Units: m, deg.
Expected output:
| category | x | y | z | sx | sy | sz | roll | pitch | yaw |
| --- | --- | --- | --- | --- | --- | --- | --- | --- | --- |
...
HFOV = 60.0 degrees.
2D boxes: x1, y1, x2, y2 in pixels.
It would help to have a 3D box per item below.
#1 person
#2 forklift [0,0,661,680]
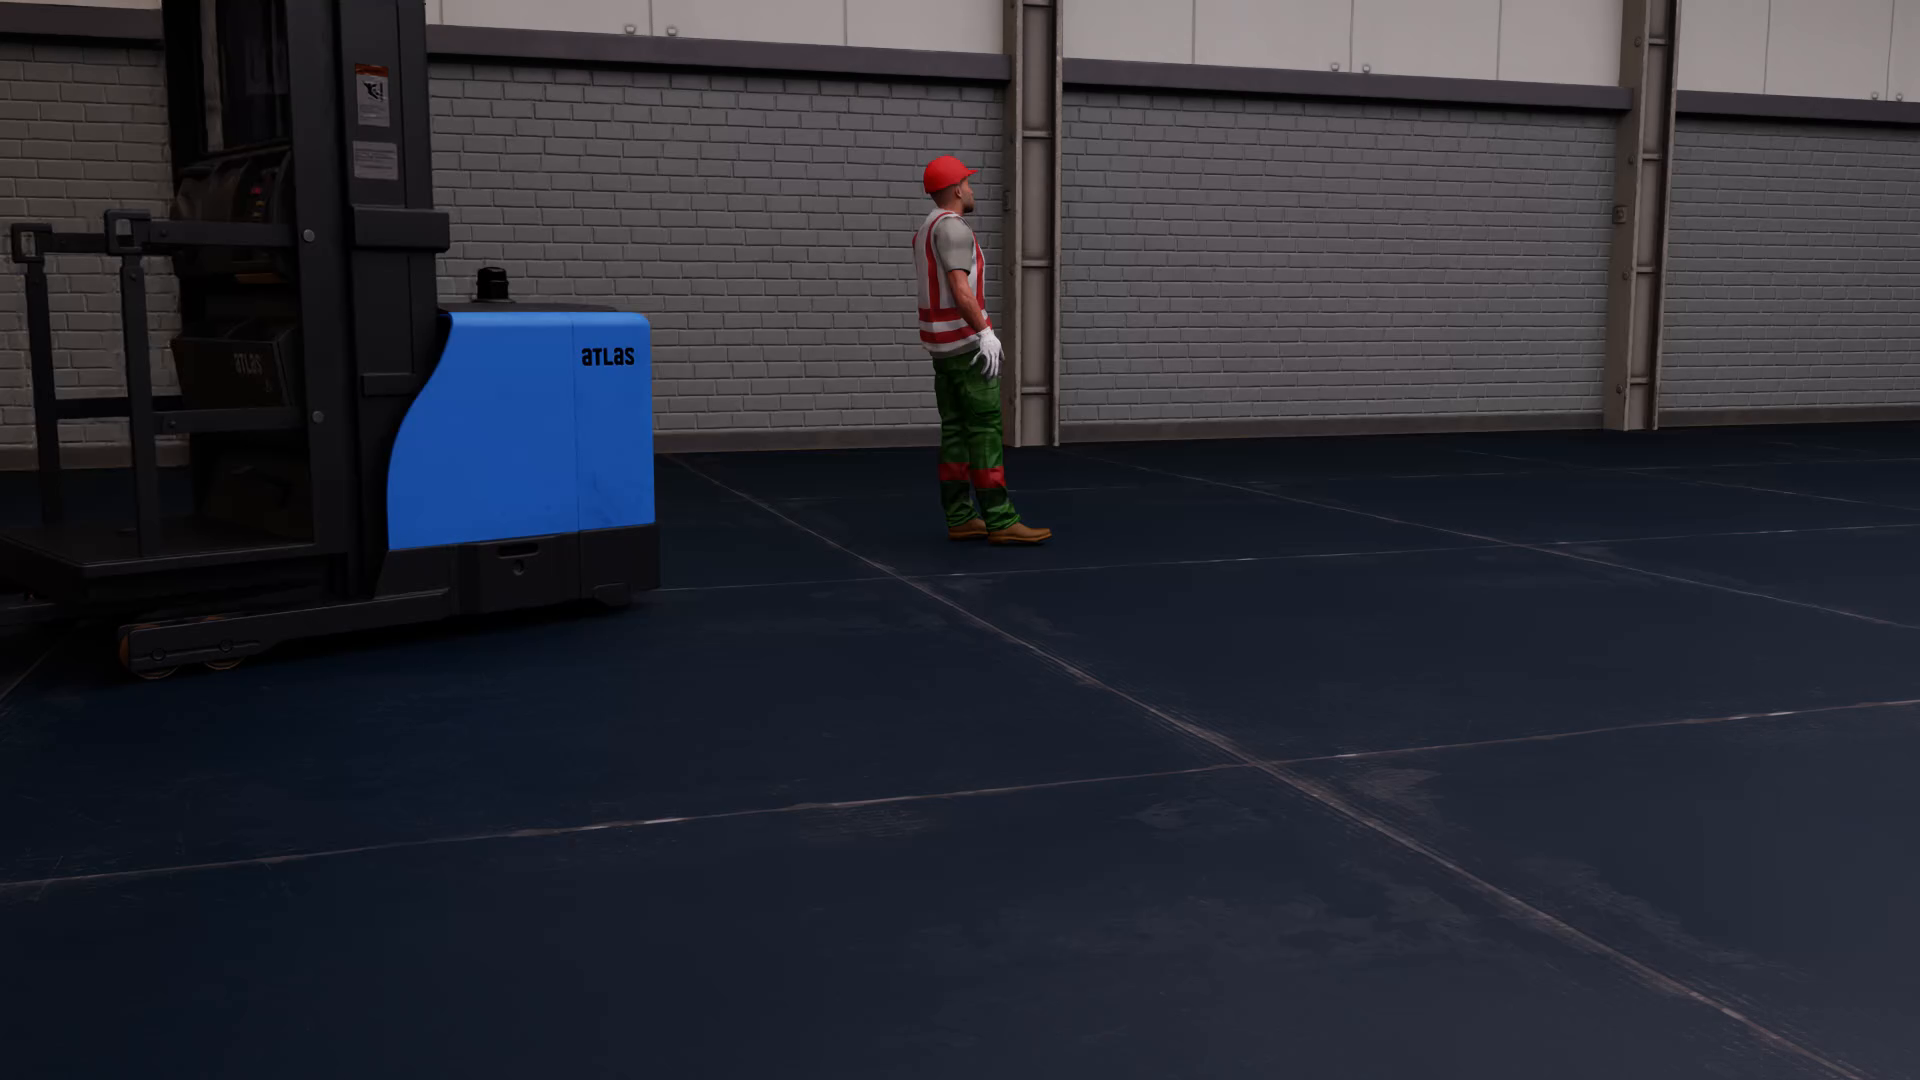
| category | x | y | z | sx | sy | sz | roll | pitch | yaw |
| --- | --- | --- | --- | --- | --- | --- | --- | --- | --- |
| person | 0.080 | -0.896 | 7.816 | 0.564 | 1.787 | 0.637 | -3 | 8 | -18 |
| forklift | -2.523 | -1.119 | 5.275 | 3.031 | 2.935 | 1.130 | -7 | 11 | -43 |
